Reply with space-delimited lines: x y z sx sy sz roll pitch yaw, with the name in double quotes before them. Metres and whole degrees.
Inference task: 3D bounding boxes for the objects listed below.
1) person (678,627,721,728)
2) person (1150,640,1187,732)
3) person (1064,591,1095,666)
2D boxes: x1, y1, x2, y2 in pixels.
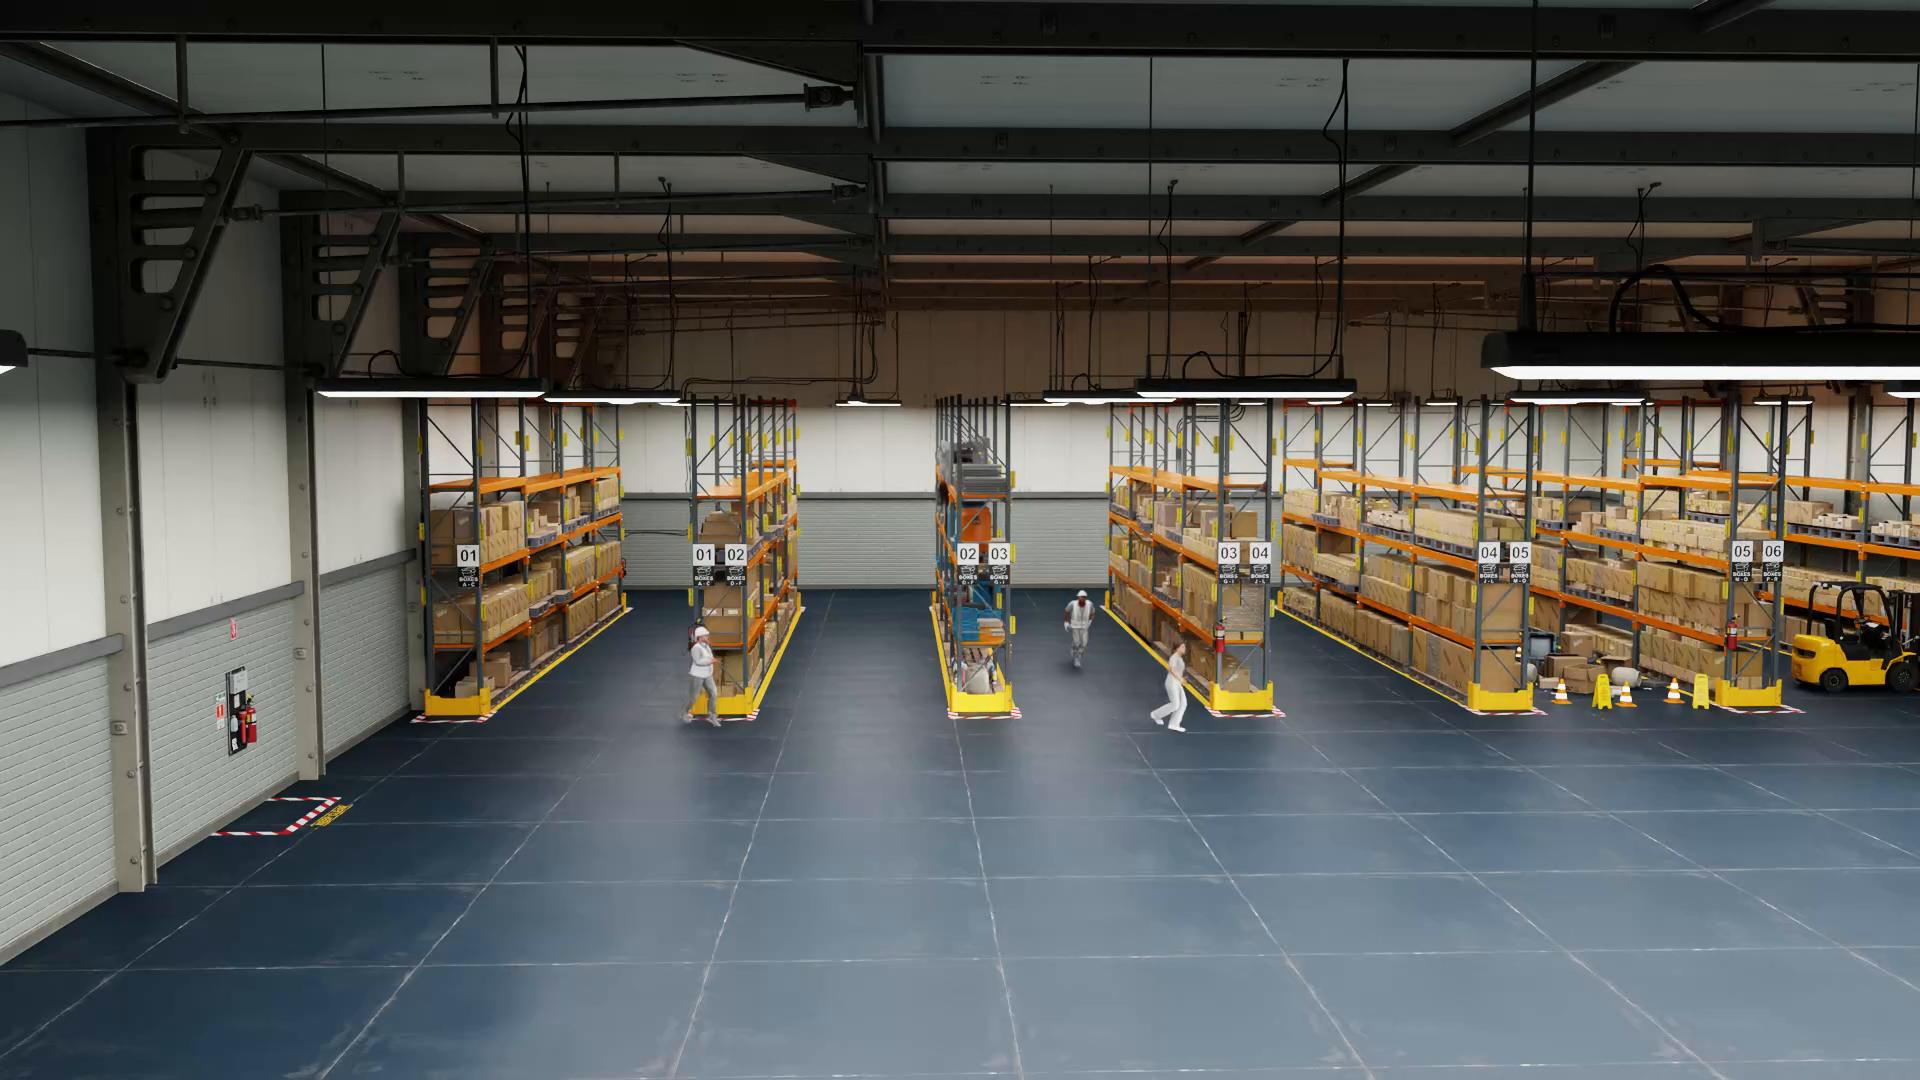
"person" -4.683 2.473 29.957 0.868 1.827 0.603 2 5 25
"person" 3.727 2.588 29.673 0.663 1.628 0.551 2 5 23
"person" 2.674 1.955 37.031 0.649 1.706 0.721 -1 5 -17
